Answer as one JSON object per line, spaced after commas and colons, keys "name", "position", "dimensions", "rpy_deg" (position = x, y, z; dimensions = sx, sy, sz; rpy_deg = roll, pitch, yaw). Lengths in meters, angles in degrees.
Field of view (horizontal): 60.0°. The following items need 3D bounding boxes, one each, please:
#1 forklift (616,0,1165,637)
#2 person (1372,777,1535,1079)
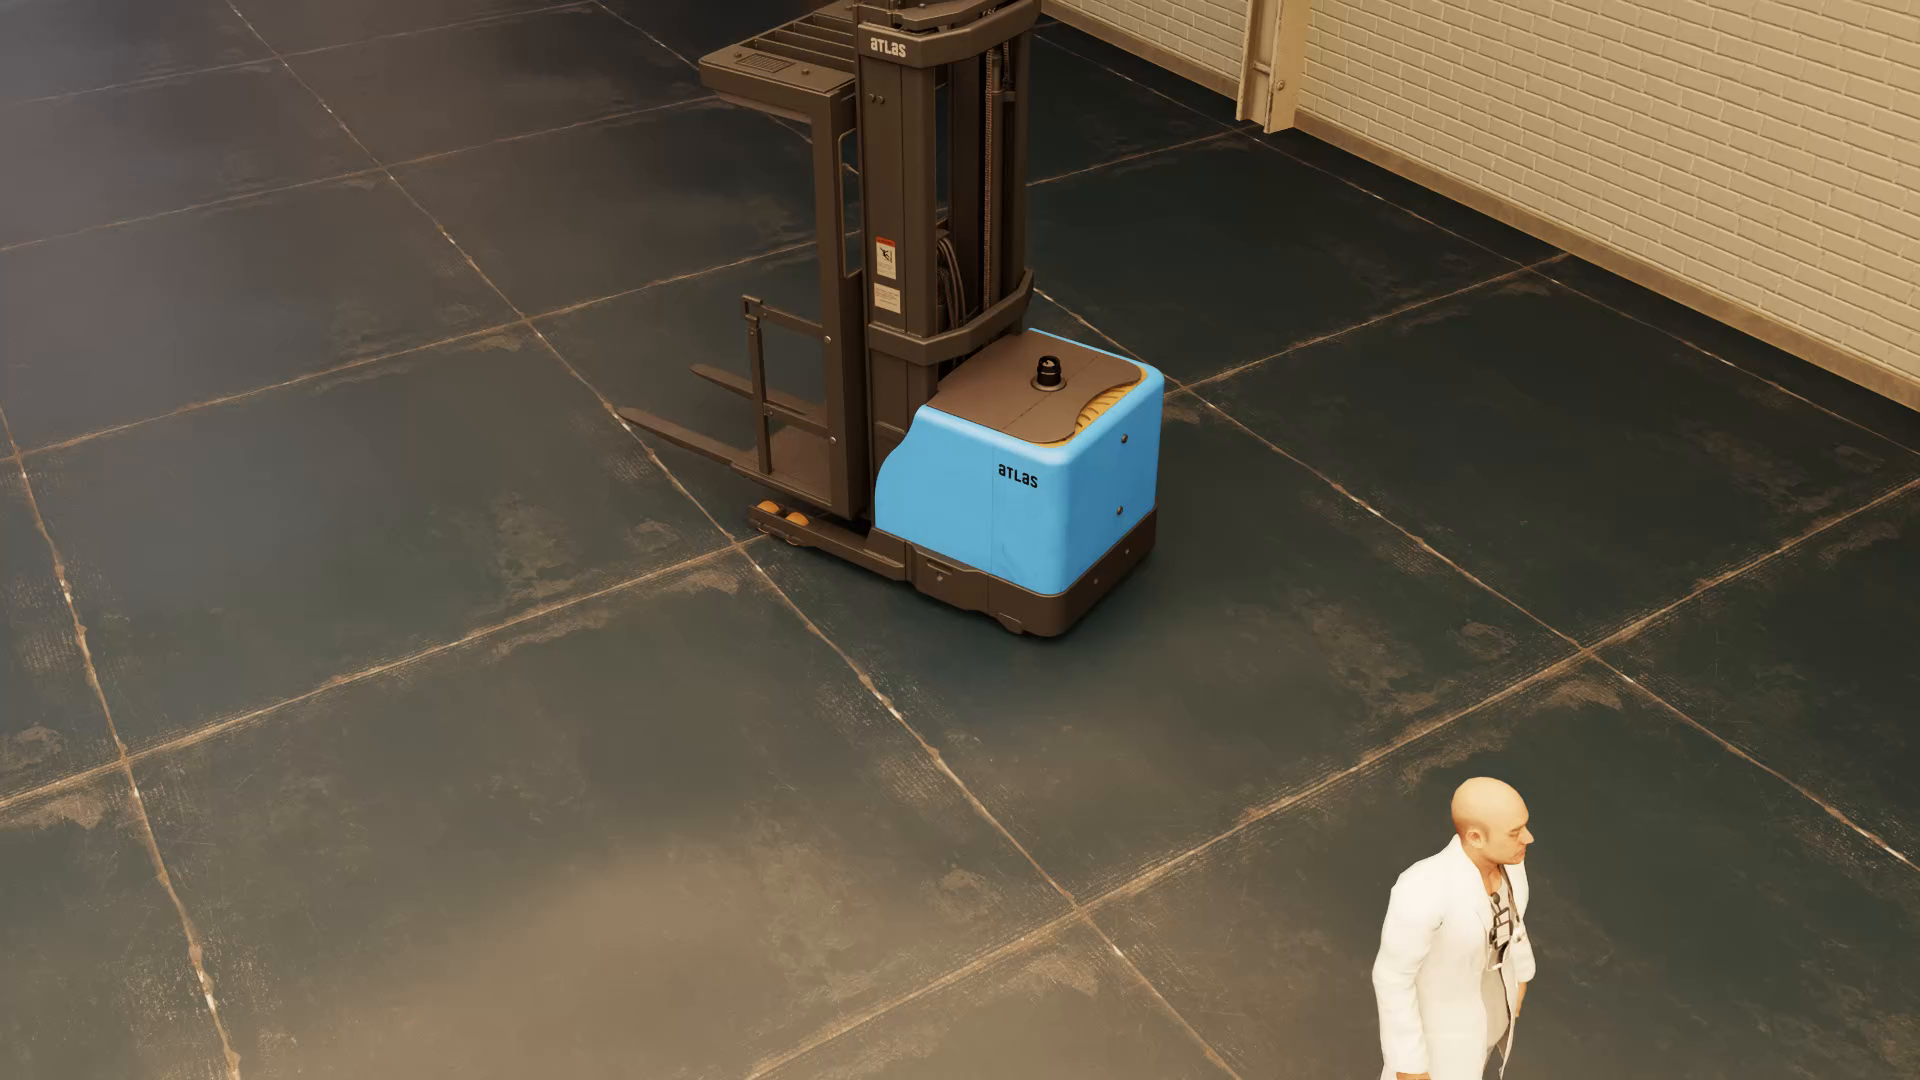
{"name": "forklift", "position": [-0.500, -1.399, 8.138], "dimensions": [3.031, 2.935, 1.130], "rpy_deg": [22, 41, 28]}
{"name": "person", "position": [1.564, 1.495, 5.010], "dimensions": [0.695, 1.777, 0.579], "rpy_deg": [-28, 43, -33]}
